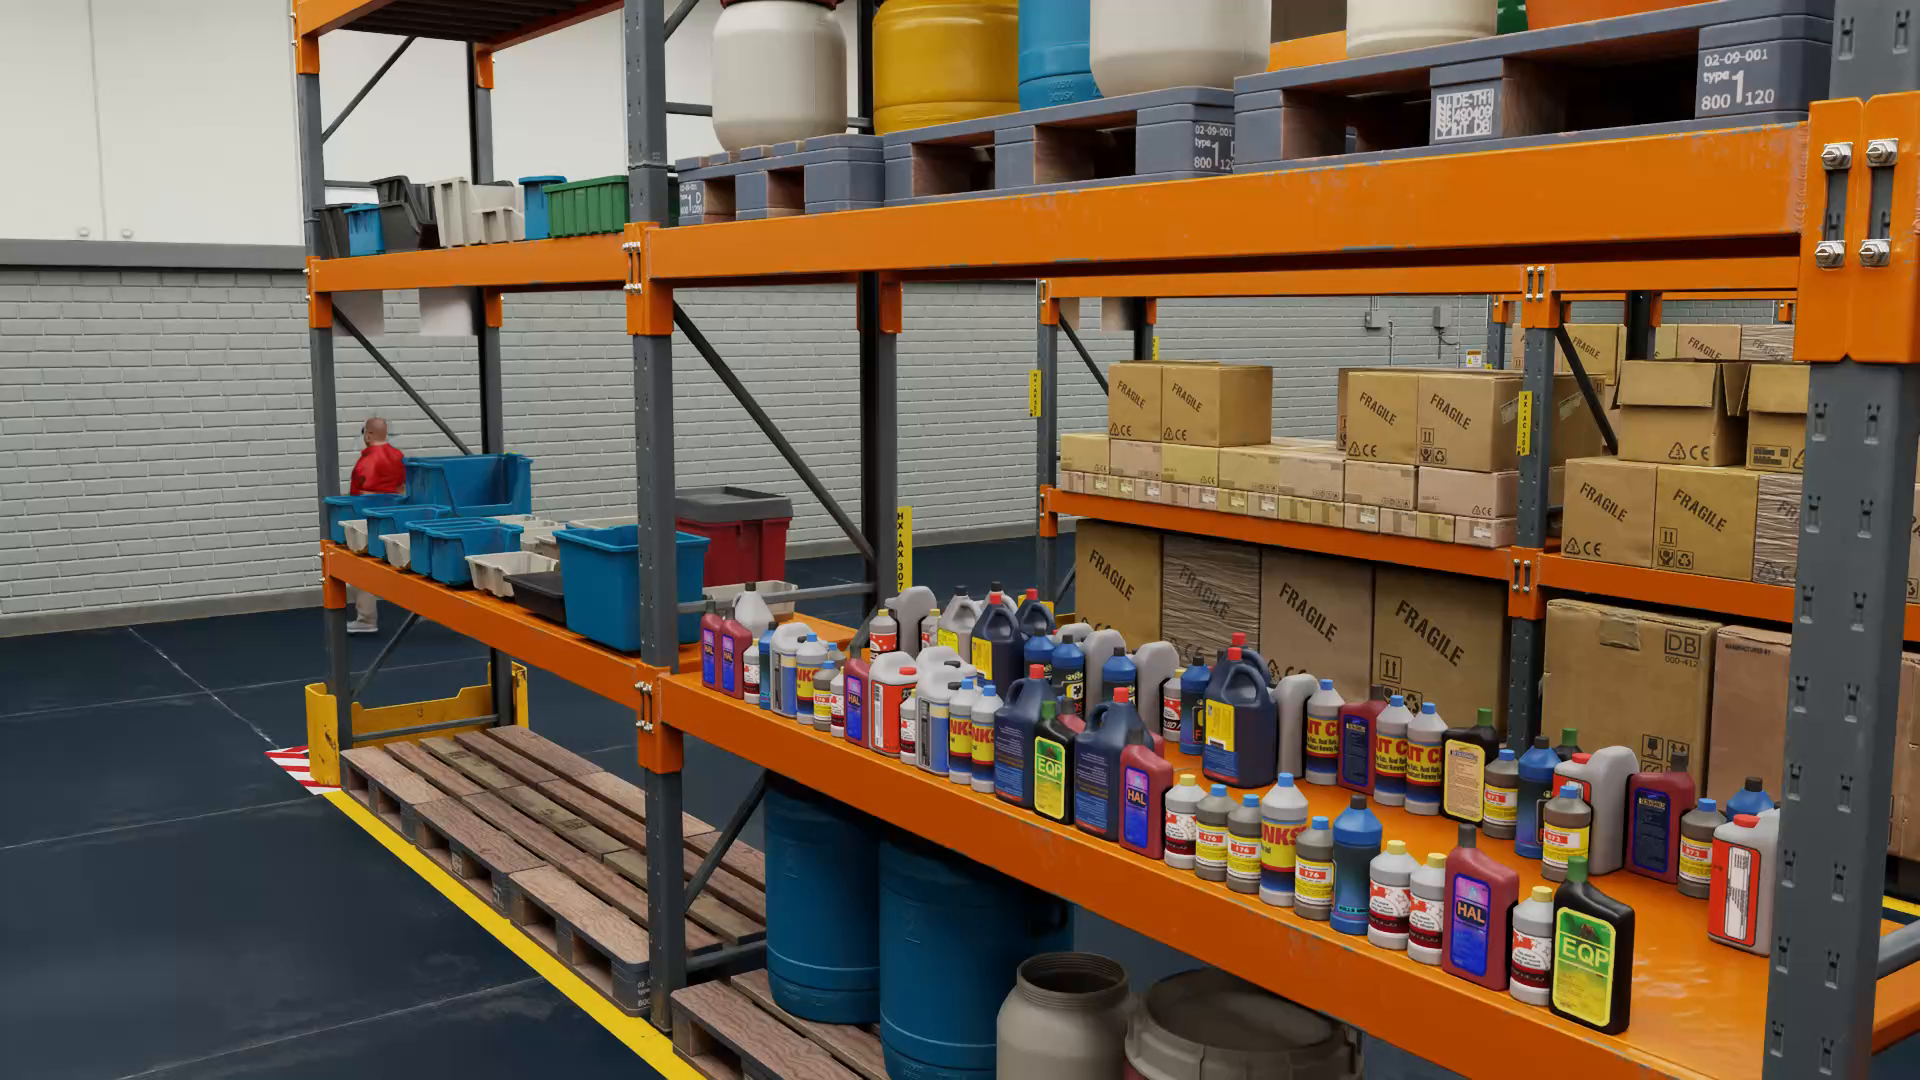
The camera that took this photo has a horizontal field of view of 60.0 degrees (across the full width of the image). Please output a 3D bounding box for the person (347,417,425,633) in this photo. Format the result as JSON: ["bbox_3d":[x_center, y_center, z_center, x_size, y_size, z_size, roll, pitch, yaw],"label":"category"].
[{"bbox_3d":[-4.553,-0.118,13.090,0.735,1.697,0.551,3,8,18],"label":"person"}]
